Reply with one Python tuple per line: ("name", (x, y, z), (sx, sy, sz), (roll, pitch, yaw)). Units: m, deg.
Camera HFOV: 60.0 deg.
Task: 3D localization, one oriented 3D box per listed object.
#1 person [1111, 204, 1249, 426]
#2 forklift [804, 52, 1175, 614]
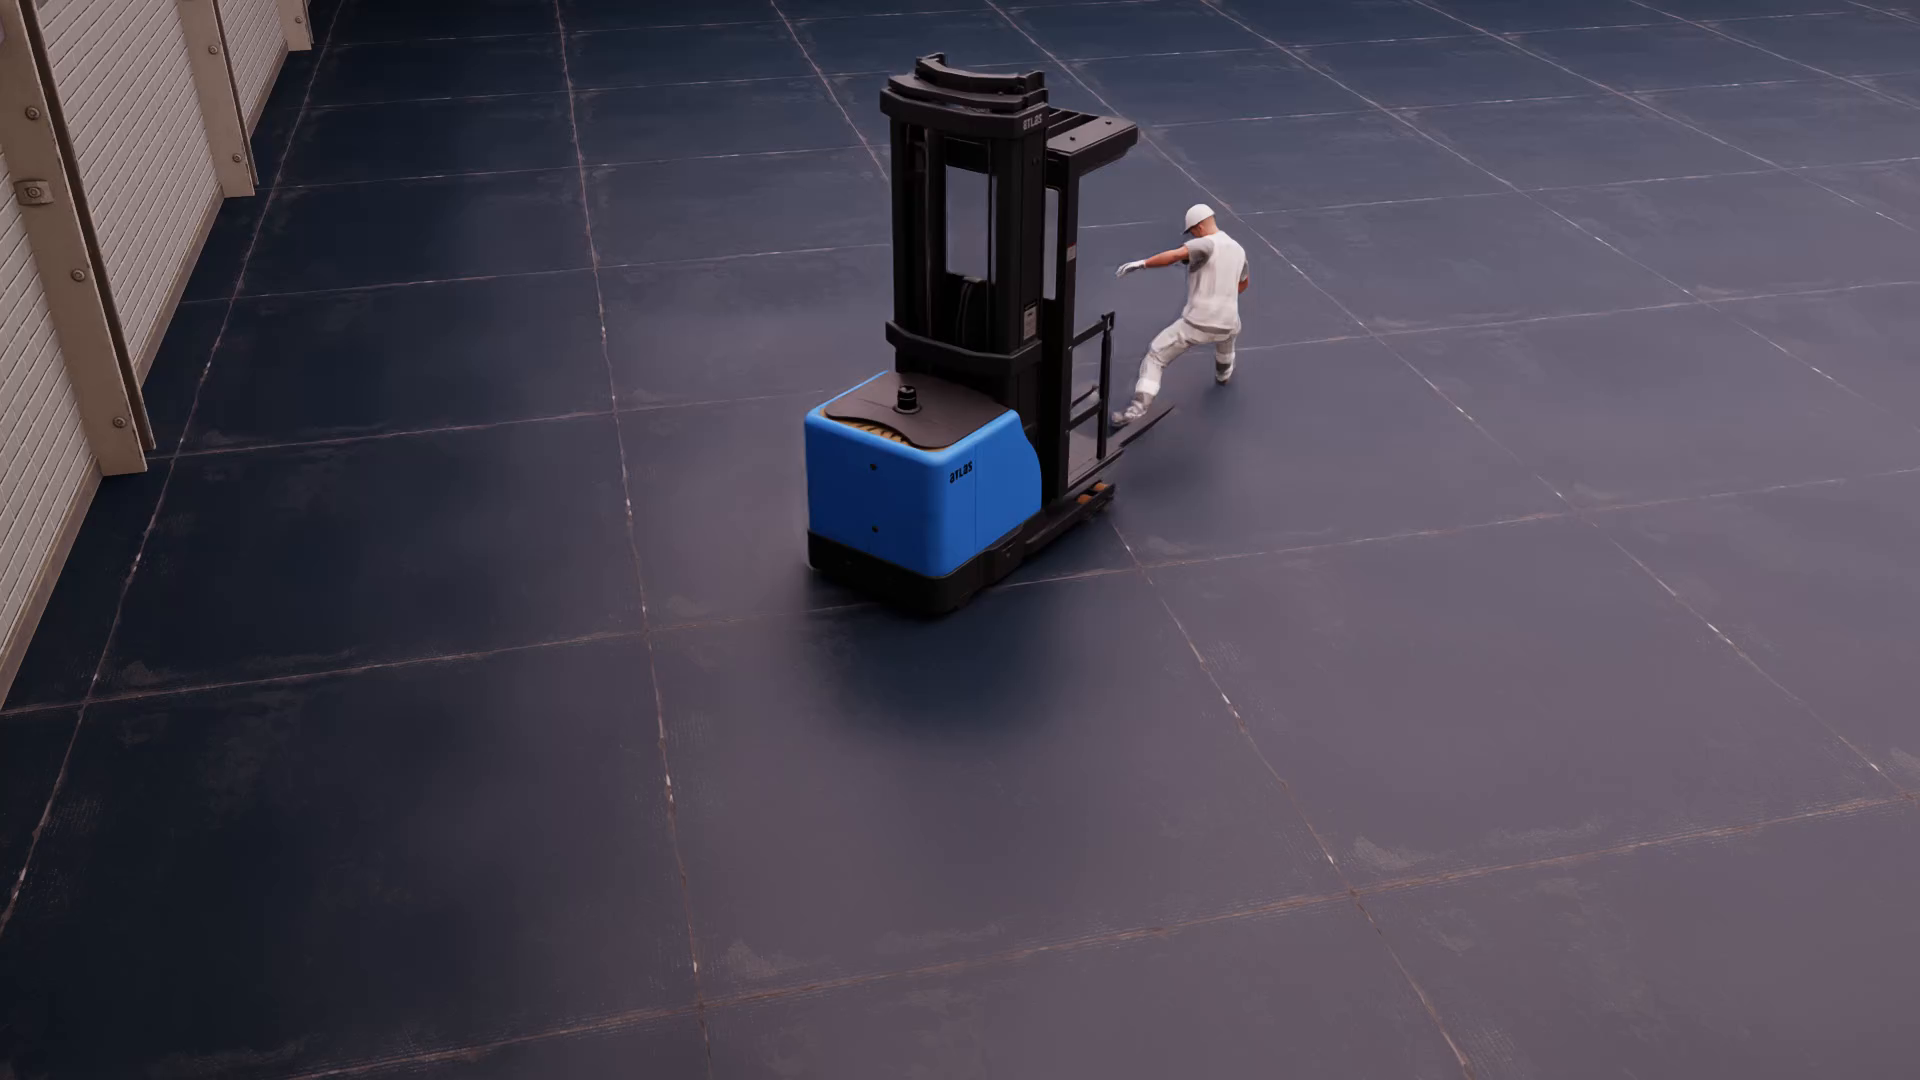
("person", (1.611, -1.618, 11.864), (1.311, 1.469, 0.769), (-13, 32, -21))
("forklift", (0.352, -1.525, 10.209), (1.130, 2.935, 3.031), (20, 36, 31))
